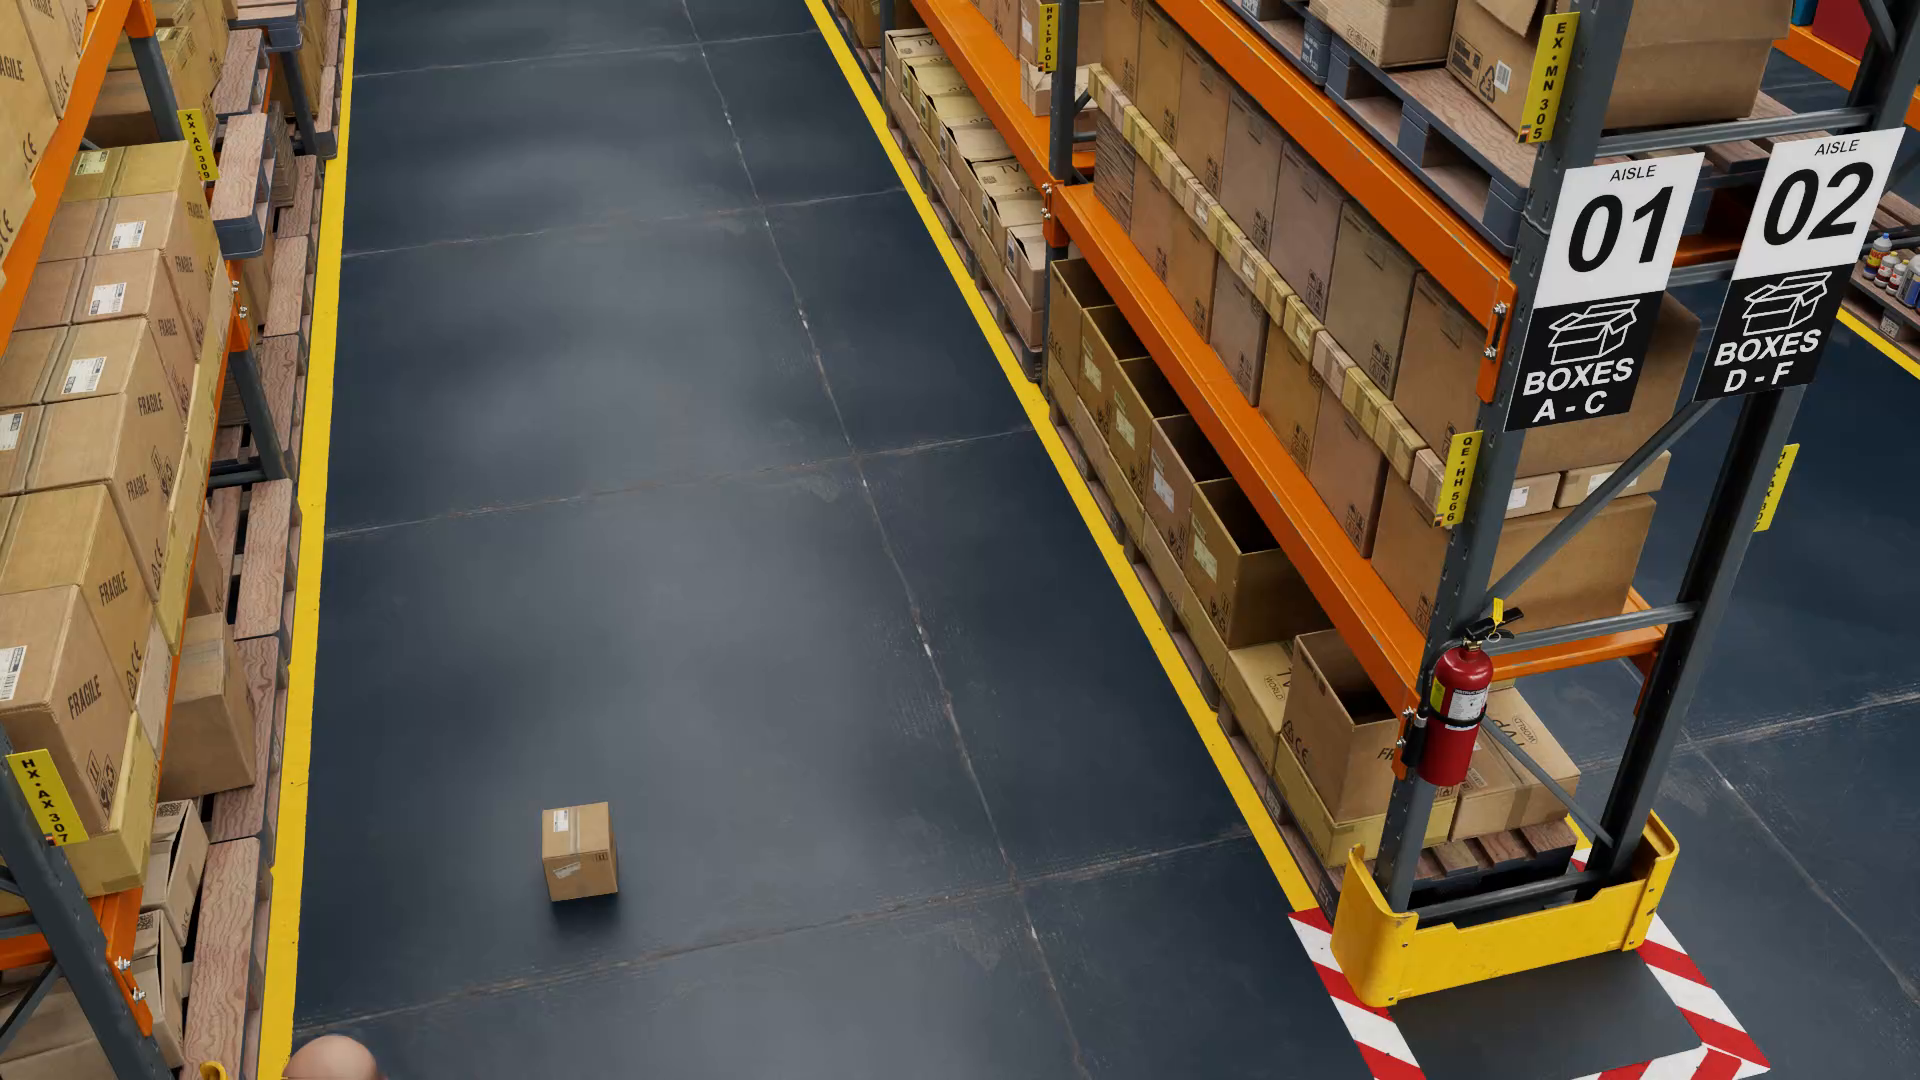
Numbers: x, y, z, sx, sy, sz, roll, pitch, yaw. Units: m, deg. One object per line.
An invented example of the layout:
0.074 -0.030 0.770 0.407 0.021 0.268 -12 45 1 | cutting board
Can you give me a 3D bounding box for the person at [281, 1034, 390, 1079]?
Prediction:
-1.399 1.885 4.308 0.654 1.844 0.545 12 39 15 | person
